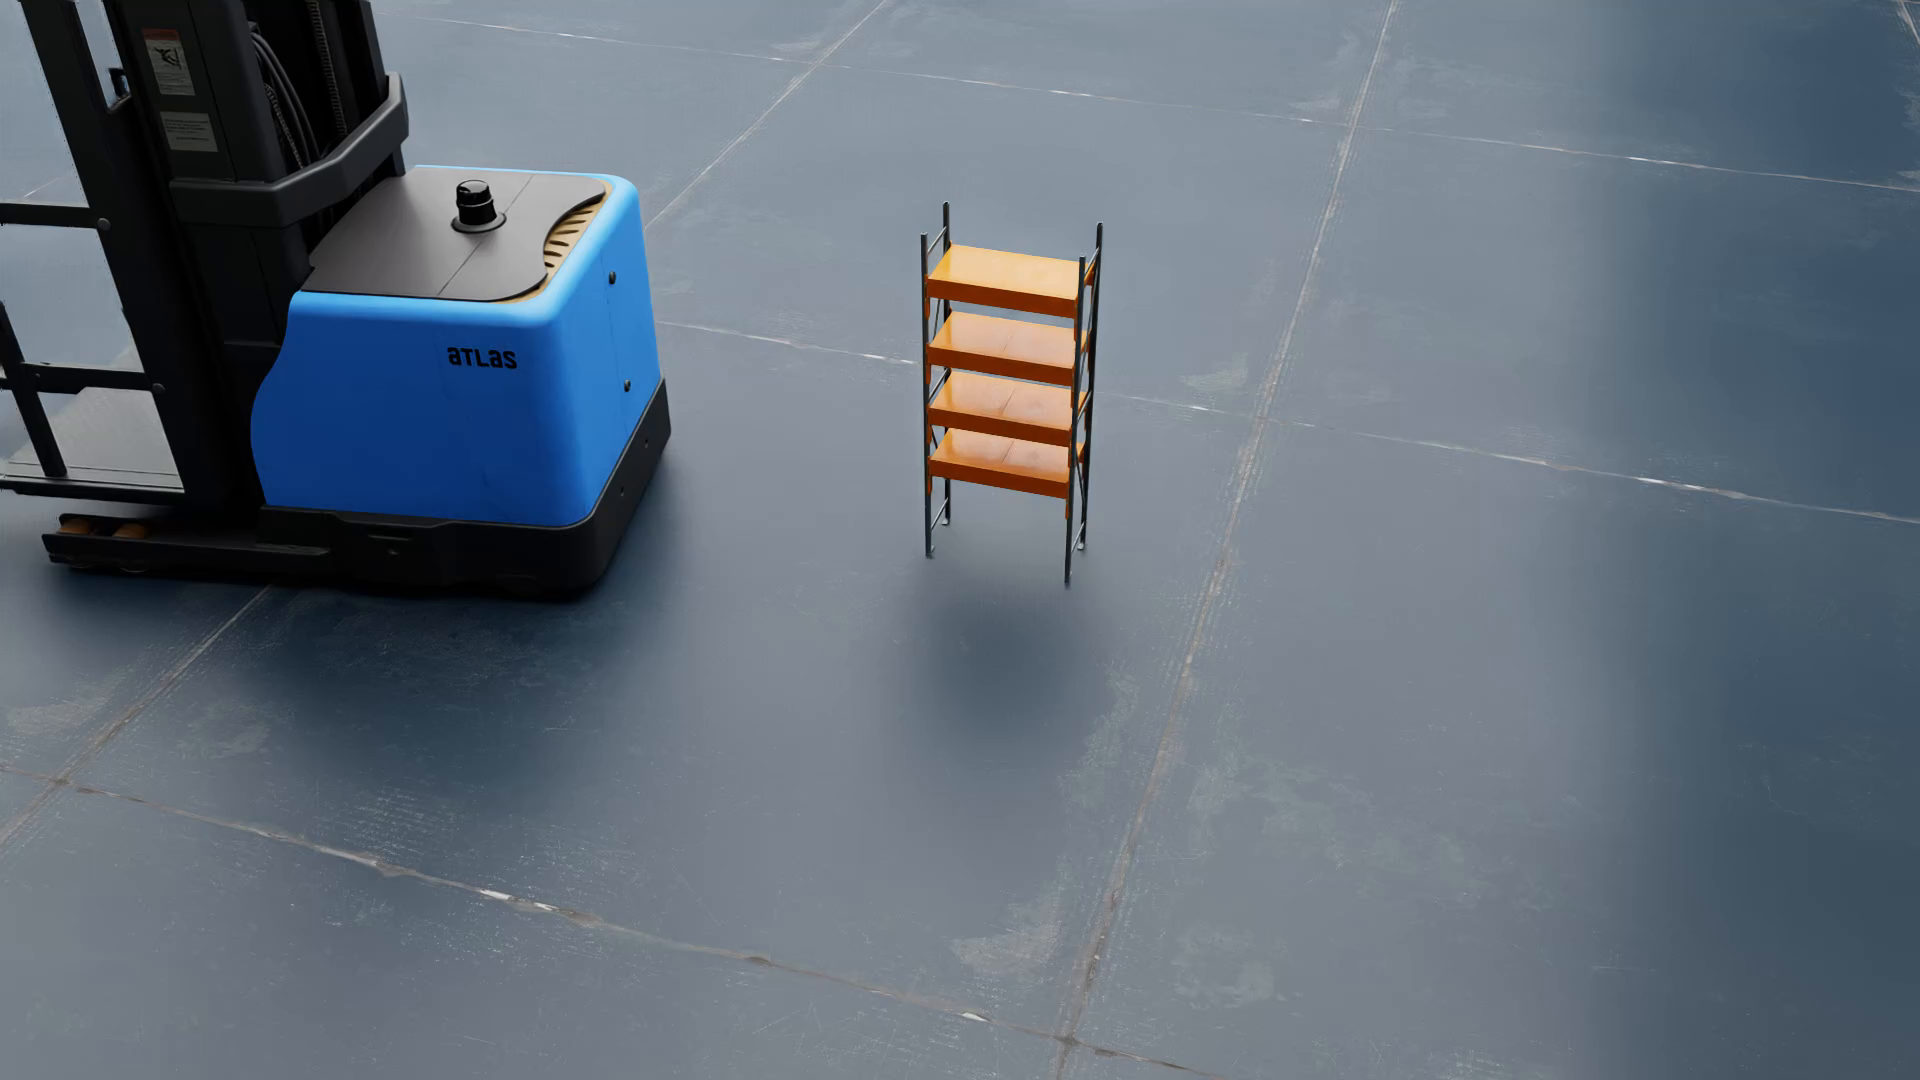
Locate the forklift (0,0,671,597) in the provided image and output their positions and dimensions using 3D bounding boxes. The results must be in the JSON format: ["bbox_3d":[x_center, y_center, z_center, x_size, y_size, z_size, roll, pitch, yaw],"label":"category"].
[{"bbox_3d":[-2.627,-1.375,5.146,3.031,2.935,1.130,4,37,6],"label":"forklift"}]

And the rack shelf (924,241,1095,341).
[{"bbox_3d":[0.158,-0.770,5.122,0.480,0.148,0.258,10,38,14],"label":"rack shelf"}]

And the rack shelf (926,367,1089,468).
[{"bbox_3d":[0.158,-0.400,5.394,0.480,0.148,0.258,10,38,14],"label":"rack shelf"}]

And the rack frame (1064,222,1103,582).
[{"bbox_3d":[0.391,-0.411,5.296,0.015,1.200,0.240,10,38,14],"label":"rack frame"}]

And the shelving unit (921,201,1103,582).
[{"bbox_3d":[0.158,-0.454,5.355,0.503,1.200,0.258,10,38,14],"label":"shelving unit"}]

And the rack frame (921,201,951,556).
[{"bbox_3d":[-0.075,-0.497,5.413,0.015,1.200,0.240,10,38,14],"label":"rack frame"}]

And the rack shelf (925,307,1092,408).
[{"bbox_3d":[0.158,-0.580,5.262,0.480,0.148,0.258,10,38,14],"label":"rack shelf"}]

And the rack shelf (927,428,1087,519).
[{"bbox_3d":[0.158,-0.240,5.512,0.480,0.148,0.258,10,38,14],"label":"rack shelf"}]
